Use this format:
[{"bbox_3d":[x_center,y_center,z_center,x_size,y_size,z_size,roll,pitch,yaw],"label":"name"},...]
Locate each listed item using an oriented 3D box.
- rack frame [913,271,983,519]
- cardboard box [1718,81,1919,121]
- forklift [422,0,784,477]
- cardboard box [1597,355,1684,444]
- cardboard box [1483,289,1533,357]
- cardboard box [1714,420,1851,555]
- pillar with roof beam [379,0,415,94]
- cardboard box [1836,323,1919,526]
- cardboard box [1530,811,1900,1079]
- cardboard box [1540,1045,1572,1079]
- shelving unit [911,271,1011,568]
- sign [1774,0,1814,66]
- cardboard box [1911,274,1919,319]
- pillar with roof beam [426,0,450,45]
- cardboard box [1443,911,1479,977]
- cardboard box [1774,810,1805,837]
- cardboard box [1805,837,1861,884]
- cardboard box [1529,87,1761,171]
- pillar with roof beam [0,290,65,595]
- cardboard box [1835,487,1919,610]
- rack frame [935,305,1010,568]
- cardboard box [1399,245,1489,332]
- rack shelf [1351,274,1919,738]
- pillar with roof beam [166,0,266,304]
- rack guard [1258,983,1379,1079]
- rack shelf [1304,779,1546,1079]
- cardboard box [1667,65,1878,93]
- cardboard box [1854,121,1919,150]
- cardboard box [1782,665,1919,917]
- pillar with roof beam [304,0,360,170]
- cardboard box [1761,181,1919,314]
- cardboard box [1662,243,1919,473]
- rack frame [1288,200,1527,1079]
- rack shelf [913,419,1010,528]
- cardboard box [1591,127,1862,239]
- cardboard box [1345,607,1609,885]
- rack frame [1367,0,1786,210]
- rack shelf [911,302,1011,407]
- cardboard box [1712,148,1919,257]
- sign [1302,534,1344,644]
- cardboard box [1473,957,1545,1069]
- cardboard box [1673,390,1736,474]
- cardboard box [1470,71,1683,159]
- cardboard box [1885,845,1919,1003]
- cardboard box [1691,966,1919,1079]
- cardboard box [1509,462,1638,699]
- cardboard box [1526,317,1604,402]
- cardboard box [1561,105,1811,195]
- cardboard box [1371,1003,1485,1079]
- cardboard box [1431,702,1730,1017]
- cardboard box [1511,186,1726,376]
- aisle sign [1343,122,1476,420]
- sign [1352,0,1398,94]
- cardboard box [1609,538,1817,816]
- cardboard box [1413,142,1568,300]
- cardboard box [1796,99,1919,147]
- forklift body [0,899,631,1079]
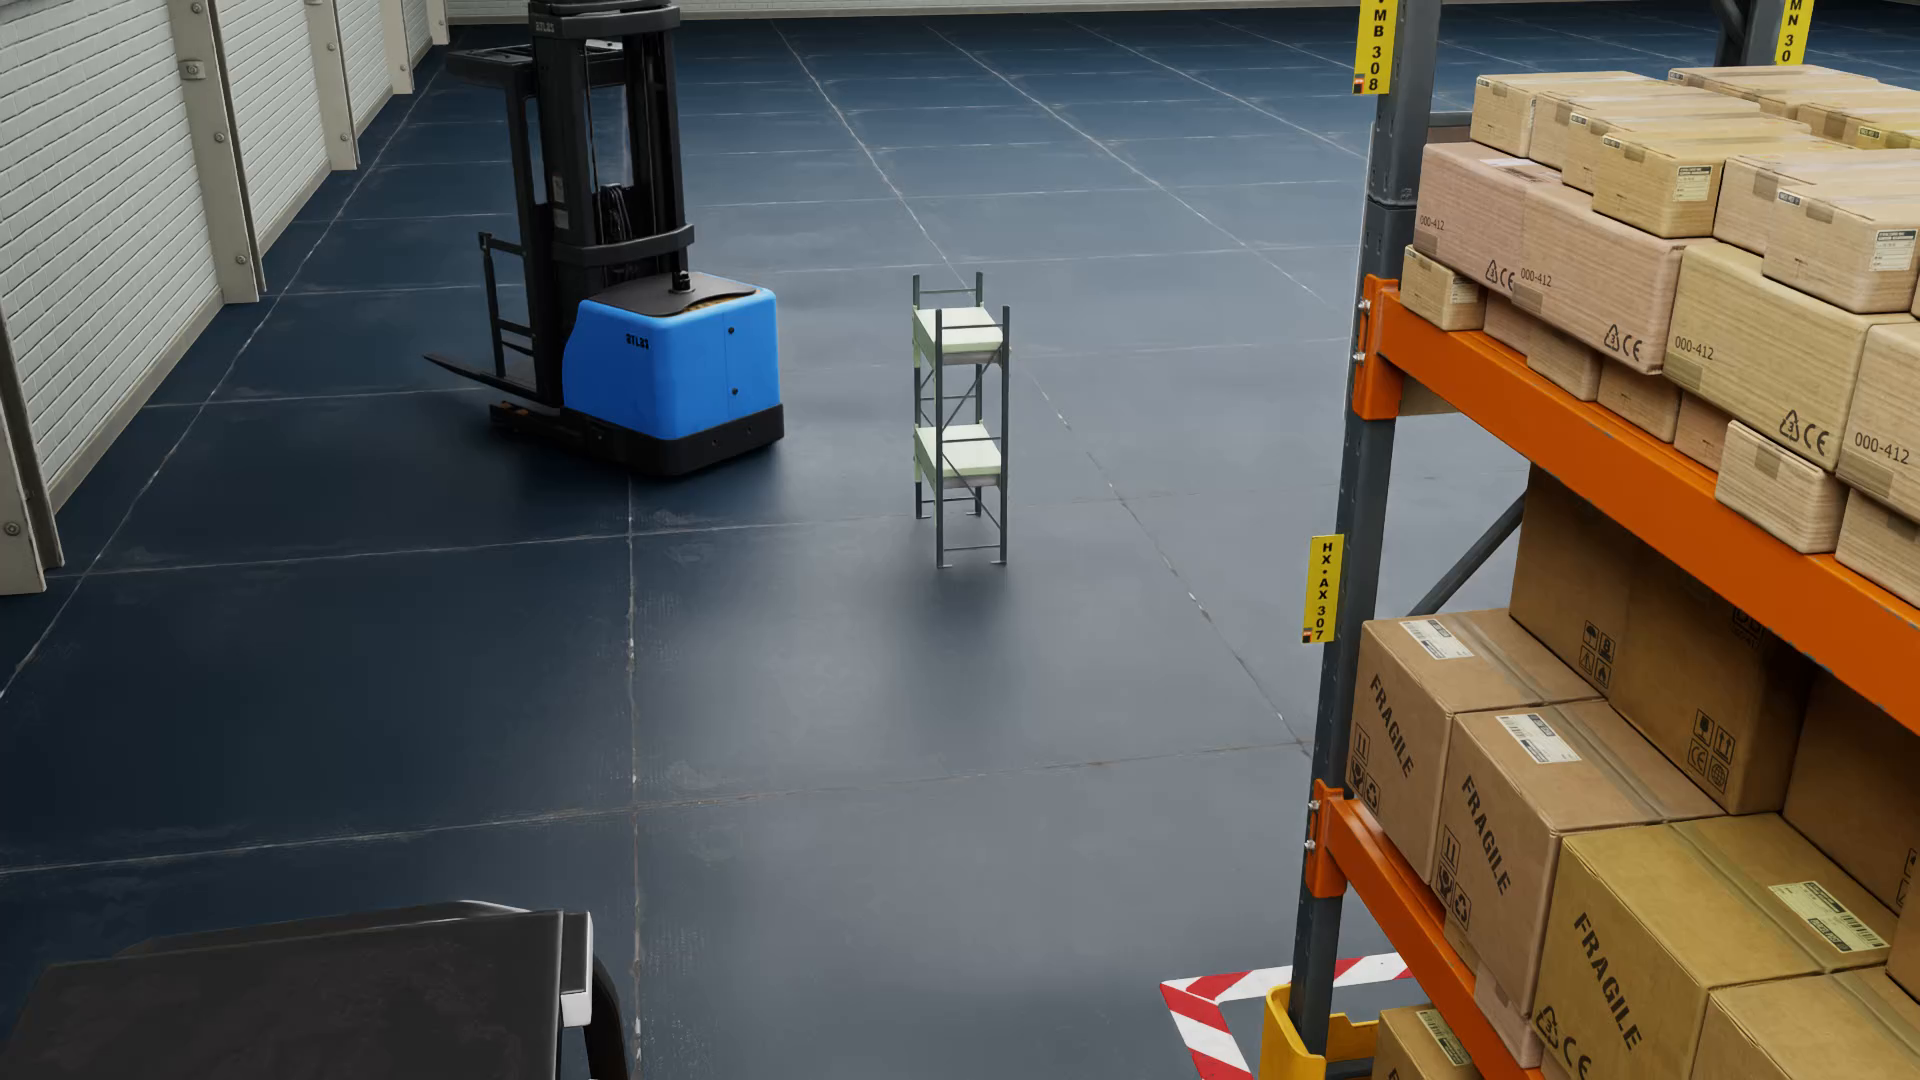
[{"bbox_3d":[-0.069,-0.834,9.785,0.400,1.500,0.023,-4,24,-10],"label":"rack frame"},{"bbox_3d":[1.904,-0.916,3.669,0.380,0.149,0.250,-4,24,-9],"label":"cardboard box"},{"bbox_3d":[-2.626,-2.216,11.162,3.031,2.935,1.130,19,30,37],"label":"forklift"},{"bbox_3d":[1.505,-0.312,3.284,0.380,0.149,0.250,-4,24,-10],"label":"cardboard box"},{"bbox_3d":[1.420,-0.515,3.747,0.380,0.149,0.250,-5,24,-11],"label":"cardboard box"},{"bbox_3d":[1.526,-0.103,2.805,0.380,0.149,0.250,-4,24,-9],"label":"cardboard box"},{"bbox_3d":[-4.300,-11.305,24.391,9.100,9.000,0.400,-4,24,-10],"label":"pillar with roof beam"},{"bbox_3d":[1.651,-0.128,2.363,0.500,0.250,0.500,-4,24,-9],"label":"cardboard box"},{"bbox_3d":[1.551,0.922,3.394,0.500,0.500,0.500,-5,24,-11],"label":"cardboard box"},{"bbox_3d":[1.513,1.169,3.640,0.380,0.149,0.250,-4,24,-8],"label":"cardboard box"},{"bbox_3d":[-0.001,-0.690,9.456,0.431,1.500,0.755,-4,24,-10],"label":"shelving unit"},{"bbox_3d":[2.090,-1.320,4.171,0.100,0.325,0.005,-4,24,-10],"label":"sign"},{"bbox_3d":[1.657,-0.376,2.432,0.380,0.149,0.250,-4,24,-9],"label":"cardboard box"},{"bbox_3d":[-5.410,-13.665,29.795,9.100,9.000,0.400,-4,24,-10],"label":"pillar with roof beam"},{"bbox_3d":[1.431,0.966,4.104,0.380,0.149,0.250,-5,24,-11],"label":"cardboard box"},{"bbox_3d":[2.001,0.702,3.899,0.500,0.500,0.500,-4,24,-10],"label":"cardboard box"},{"bbox_3d":[2.090,0.899,3.447,0.500,0.500,0.500,-4,24,-10],"label":"cardboard box"},{"bbox_3d":[1.469,-0.878,3.583,0.380,0.149,0.250,-4,24,-10],"label":"cardboard box"},{"bbox_3d":[-0.972,-4.225,8.180,9.100,9.000,0.400,-4,24,-10],"label":"pillar with roof beam"},{"bbox_3d":[1.615,-0.003,2.575,0.380,0.149,0.250,-5,24,-11],"label":"cardboard box"},{"bbox_3d":[0.066,-0.546,9.126,0.400,1.500,0.023,-4,24,-10],"label":"rack frame"},{"bbox_3d":[1.284,-0.611,3.968,0.380,0.149,0.250,-4,24,-10],"label":"cardboard box"},{"bbox_3d":[1.911,0.235,2.614,1.077,0.370,4.000,-4,24,-10],"label":"rack shelf"},{"bbox_3d":[-2.081,-6.585,13.584,9.100,9.000,0.400,-4,24,-10],"label":"pillar with roof beam"},{"bbox_3d":[1.555,1.669,5.304,1.175,0.500,0.348,-4,24,-10],"label":"rack guard"},{"bbox_3d":[1.911,1.610,3.215,1.077,0.370,4.000,-4,24,-10],"label":"rack shelf"},{"bbox_3d":[1.894,-1.020,3.908,0.380,0.149,0.250,-4,24,-9],"label":"cardboard box"},{"bbox_3d":[1.965,-0.713,3.205,0.380,0.149,0.250,-4,24,-9],"label":"cardboard box"},{"bbox_3d":[2.132,0.431,3.270,0.700,0.500,0.500,-5,24,-10],"label":"cardboard box"},{"bbox_3d":[-3.191,-8.945,18.988,9.100,9.000,0.400,-4,24,-10],"label":"pillar with roof beam"},{"bbox_3d":[1.536,-0.472,2.653,0.380,0.149,0.250,-4,24,-8],"label":"cardboard box"},{"bbox_3d":[1.576,-0.331,2.828,0.500,0.250,0.500,-4,24,-8],"label":"cardboard box"},{"bbox_3d":[1.541,0.494,4.872,1.000,3.000,0.127,-4,24,-10],"label":"rack frame"},{"bbox_3d":[-0.001,-0.391,9.586,0.431,0.370,0.720,-4,24,-10],"label":"rack shelf"},{"bbox_3d":[1.428,-0.671,3.109,0.380,0.149,0.250,-4,24,-10],"label":"cardboard box"},{"bbox_3d":[1.356,0.518,4.319,0.500,0.500,0.500,-5,24,-11],"label":"cardboard box"},{"bbox_3d":[1.541,-2.256,3.671,1.000,3.000,0.127,-4,24,-10],"label":"rack frame"},{"bbox_3d":[-0.001,-1.048,9.300,0.431,0.370,0.720,-4,24,-10],"label":"rack shelf"},{"bbox_3d":[1.568,-0.581,2.902,0.380,0.149,0.250,-4,24,-10],"label":"cardboard box"},{"bbox_3d":[1.008,0.137,4.607,0.100,0.325,0.005,-4,24,-10],"label":"sign"},{"bbox_3d":[1.432,1.069,3.867,0.380,0.149,0.250,-4,24,-9],"label":"cardboard box"},{"bbox_3d":[1.558,-0.208,3.045,0.380,0.149,0.250,-5,24,-11],"label":"cardboard box"},{"bbox_3d":[1.407,-0.976,3.808,0.380,0.149,0.250,-4,24,-10],"label":"cardboard box"},{"bbox_3d":[2.088,0.637,2.798,0.700,0.500,0.500,-4,24,-10],"label":"cardboard box"},{"bbox_3d":[1.653,1.122,2.938,0.500,0.500,0.500,-5,24,-11],"label":"cardboard box"},{"bbox_3d":[1.850,0.038,4.169,0.700,0.500,0.500,-5,24,-11],"label":"cardboard box"},{"bbox_3d":[1.435,-0.408,3.503,0.380,0.149,0.250,-4,24,-8],"label":"cardboard box"},{"bbox_3d":[1.454,-0.776,3.348,0.380,0.149,0.250,-4,24,-10],"label":"cardboard box"},{"bbox_3d":[1.424,1.565,4.394,0.500,0.500,0.500,-5,24,-12],"label":"cardboard box"},{"bbox_3d":[1.455,0.722,3.853,0.500,0.500,0.500,-4,24,-8],"label":"cardboard box"},{"bbox_3d":[1.456,-0.532,3.289,0.500,0.250,0.500,-5,24,-11],"label":"cardboard box"},{"bbox_3d":[1.225,-0.699,4.355,0.394,0.787,0.004,-4,24,-10],"label":"aisle sign"},{"bbox_3d":[1.008,-1.241,4.005,0.100,0.325,0.005,-4,24,-10],"label":"sign"},{"bbox_3d":[1.937,0.238,3.712,0.700,0.500,0.500,-4,24,-9],"label":"cardboard box"},{"bbox_3d":[1.372,-0.731,3.744,0.500,0.250,0.500,-5,24,-11],"label":"cardboard box"},{"bbox_3d":[1.969,-0.817,3.442,0.380,0.149,0.250,-5,24,-10],"label":"cardboard box"},{"bbox_3d":[-1.193,1.862,2.799,2.313,2.155,1.214,-4,24,-10],"label":"forklift body"}]
